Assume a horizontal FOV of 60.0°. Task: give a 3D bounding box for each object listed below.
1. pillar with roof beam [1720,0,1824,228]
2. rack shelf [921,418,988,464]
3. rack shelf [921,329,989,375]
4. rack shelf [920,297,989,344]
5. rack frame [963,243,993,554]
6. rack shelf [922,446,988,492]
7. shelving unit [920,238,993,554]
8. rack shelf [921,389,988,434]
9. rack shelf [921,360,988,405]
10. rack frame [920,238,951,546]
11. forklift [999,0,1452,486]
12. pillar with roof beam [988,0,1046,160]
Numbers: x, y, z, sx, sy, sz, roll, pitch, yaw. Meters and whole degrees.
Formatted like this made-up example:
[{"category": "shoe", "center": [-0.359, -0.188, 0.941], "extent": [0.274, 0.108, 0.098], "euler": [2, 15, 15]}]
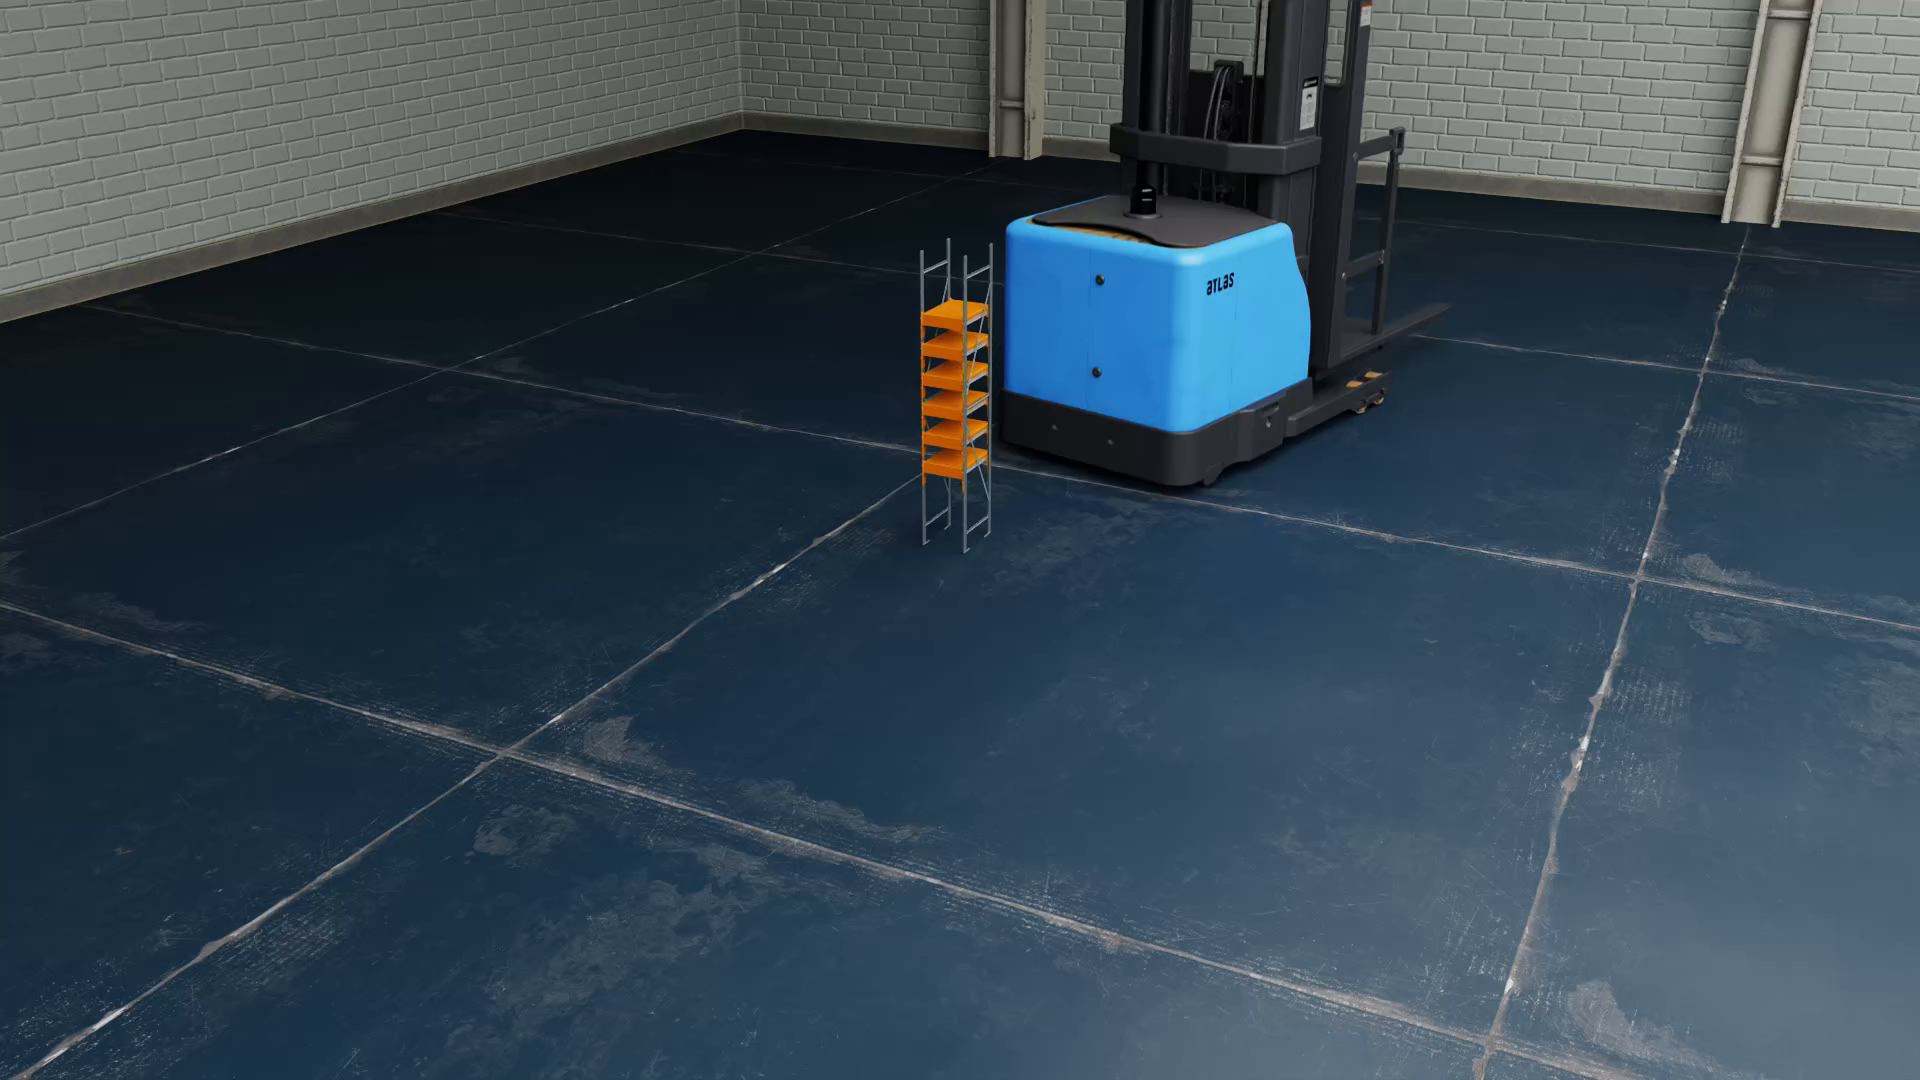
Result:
[{"category": "pillar with roof beam", "center": [3.908, -4.998, 7.004], "extent": [0.400, 9.000, 9.100], "euler": [11, 25, 25]}, {"category": "rack shelf", "center": [-0.013, -0.403, 6.586], "extent": [0.180, 0.103, 0.258], "euler": [11, 25, 25]}, {"category": "rack shelf", "center": [-0.013, -0.735, 6.445], "extent": [0.180, 0.103, 0.258], "euler": [11, 25, 25]}, {"category": "rack shelf", "center": [-0.013, -0.845, 6.398], "extent": [0.180, 0.103, 0.258], "euler": [11, 25, 25]}, {"category": "rack frame", "center": [0.069, -0.539, 6.483], "extent": [0.006, 1.200, 0.240], "euler": [11, 25, 25]}, {"category": "rack shelf", "center": [-0.013, -0.293, 6.633], "extent": [0.180, 0.103, 0.258], "euler": [11, 25, 25]}, {"category": "shelving unit", "center": [-0.013, -0.555, 6.521], "extent": [0.189, 1.200, 0.258], "euler": [11, 25, 25]}, {"category": "rack shelf", "center": [-0.013, -0.514, 6.539], "extent": [0.180, 0.103, 0.258], "euler": [11, 25, 25]}, {"category": "rack shelf", "center": [-0.013, -0.624, 6.492], "extent": [0.180, 0.103, 0.258], "euler": [11, 25, 25]}, {"category": "rack frame", "center": [-0.095, -0.571, 6.559], "extent": [0.006, 1.200, 0.240], "euler": [11, 25, 25]}, {"category": "forklift", "center": [1.513, -2.081, 7.897], "extent": [1.130, 2.935, 3.031], "euler": [18, 29, 36]}, {"category": "pillar with roof beam", "center": [-1.446, -6.057, 9.495], "extent": [0.400, 9.000, 9.100], "euler": [11, 25, 25]}]
